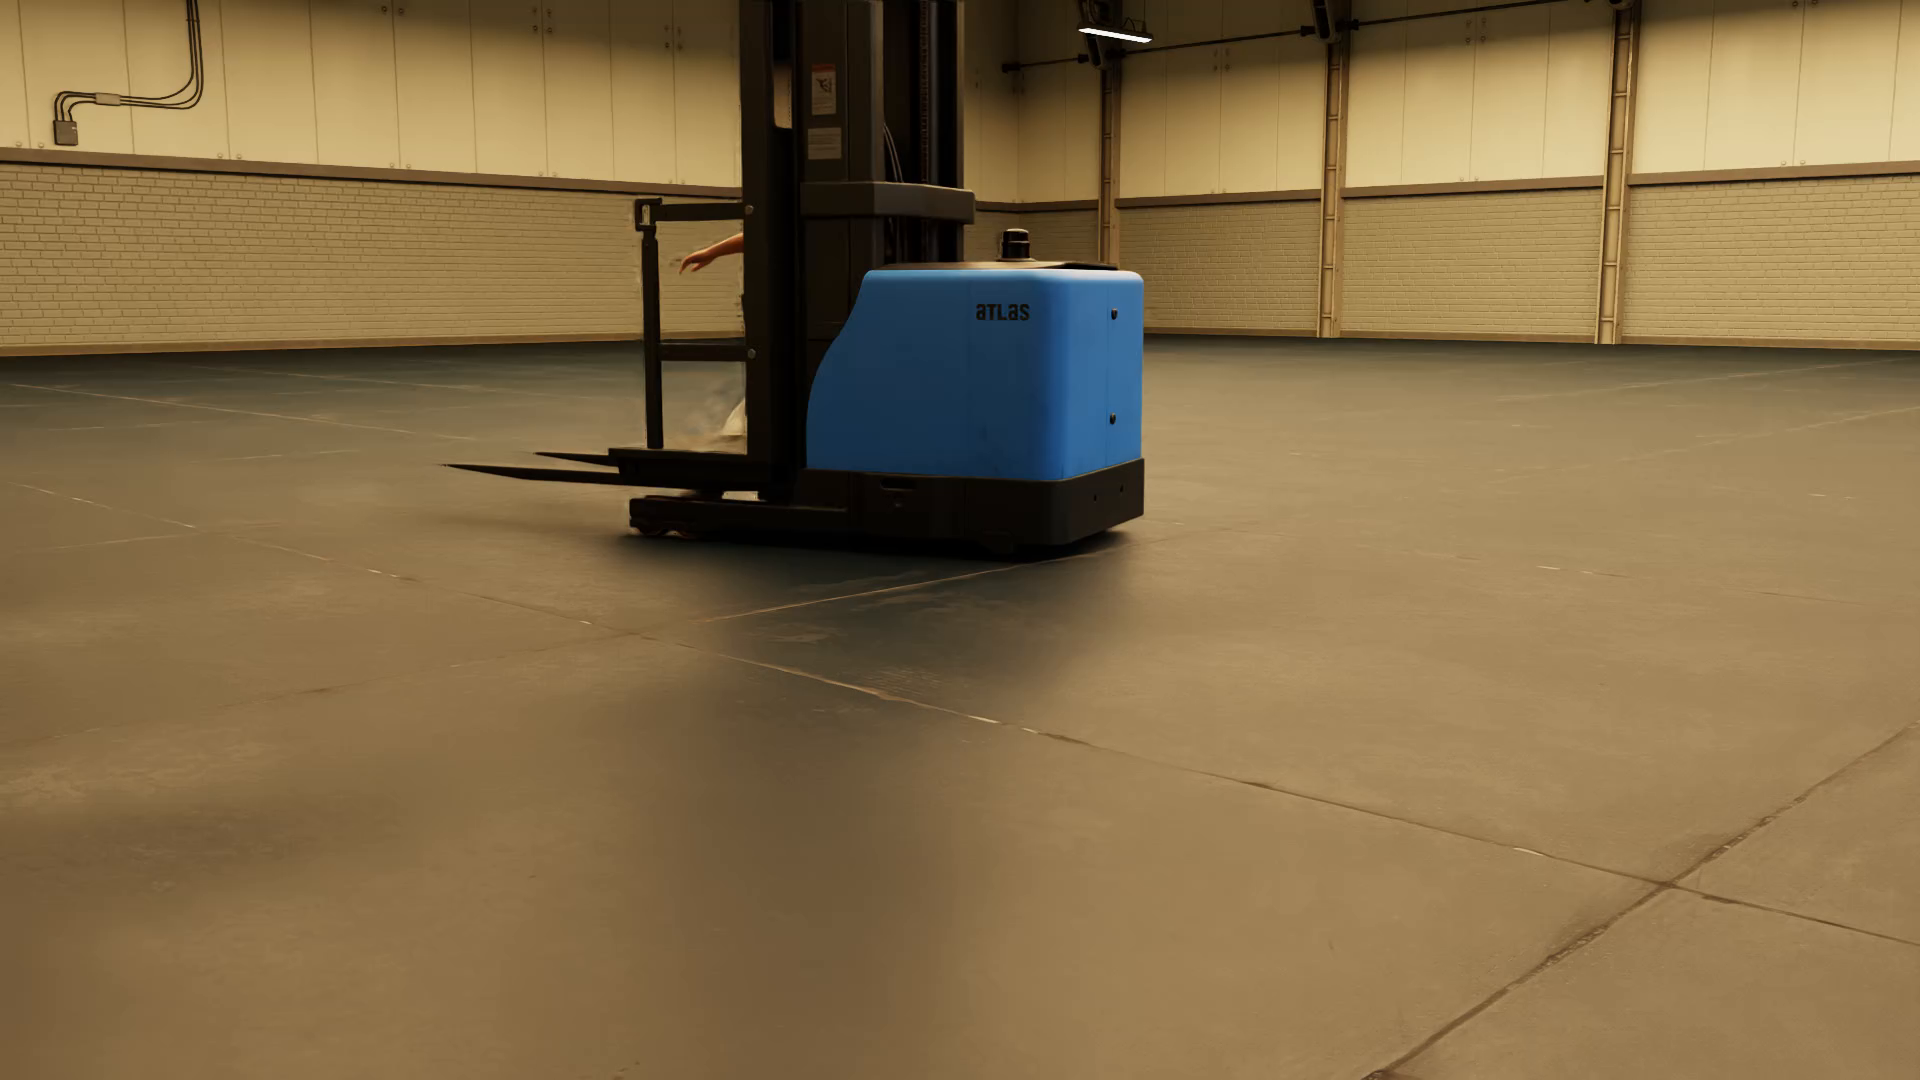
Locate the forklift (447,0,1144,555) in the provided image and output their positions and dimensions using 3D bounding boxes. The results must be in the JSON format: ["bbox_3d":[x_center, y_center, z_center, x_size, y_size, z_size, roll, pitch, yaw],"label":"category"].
[{"bbox_3d":[-0.794,-1.517,6.949,3.031,2.935,1.130,4,9,25],"label":"forklift"}]

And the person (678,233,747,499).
[{"bbox_3d":[-0.717,-0.875,7.713,1.310,1.461,0.794,-4,9,-23],"label":"person"}]
